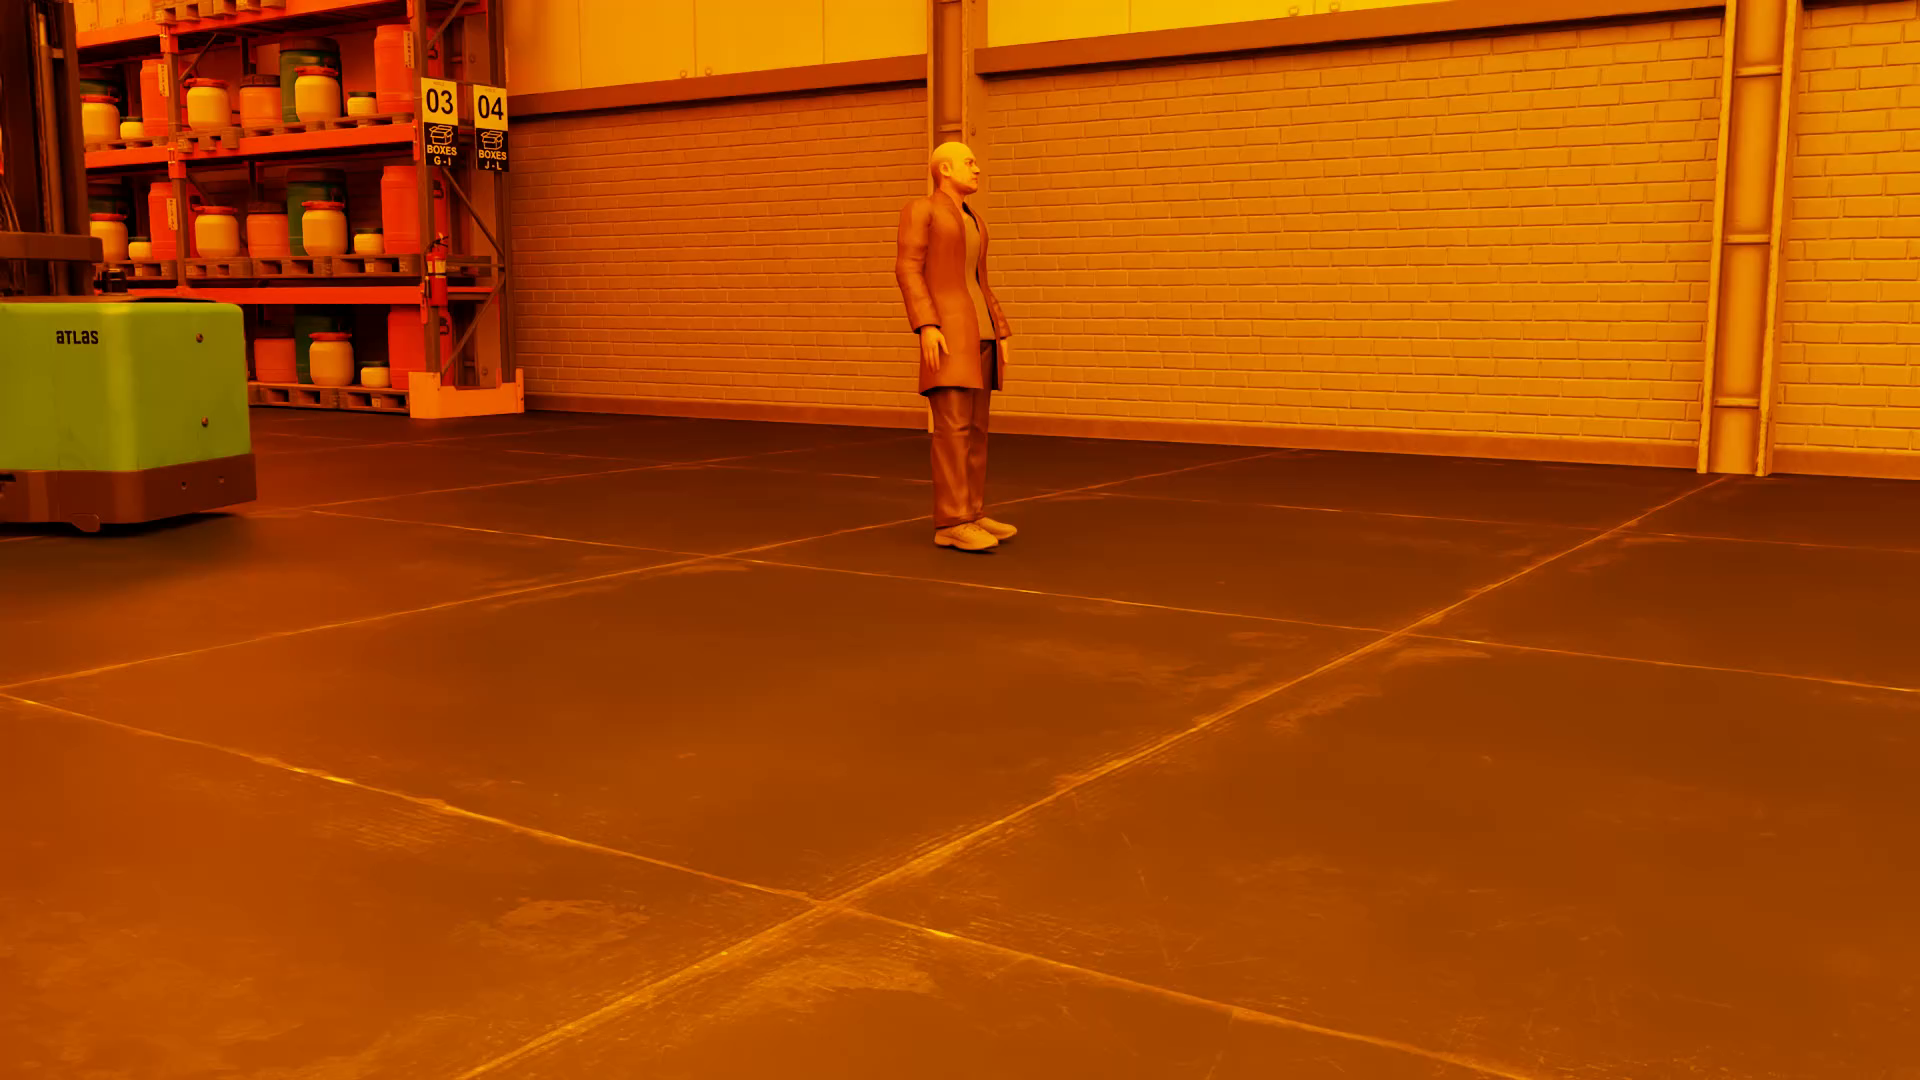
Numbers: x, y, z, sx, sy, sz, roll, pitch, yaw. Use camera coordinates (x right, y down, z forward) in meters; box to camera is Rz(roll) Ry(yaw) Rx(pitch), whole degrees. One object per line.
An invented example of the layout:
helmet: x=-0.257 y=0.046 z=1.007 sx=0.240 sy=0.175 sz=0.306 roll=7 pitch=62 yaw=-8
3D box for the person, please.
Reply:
person: x=0.073 y=-0.879 z=7.423 sx=0.582 sy=1.775 sz=0.696 roll=5 pitch=10 yaw=34

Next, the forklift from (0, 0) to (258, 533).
forklift: x=-5.176 y=-1.558 z=8.151 sx=3.031 sy=2.935 sz=1.130 roll=1 pitch=8 yaw=9
